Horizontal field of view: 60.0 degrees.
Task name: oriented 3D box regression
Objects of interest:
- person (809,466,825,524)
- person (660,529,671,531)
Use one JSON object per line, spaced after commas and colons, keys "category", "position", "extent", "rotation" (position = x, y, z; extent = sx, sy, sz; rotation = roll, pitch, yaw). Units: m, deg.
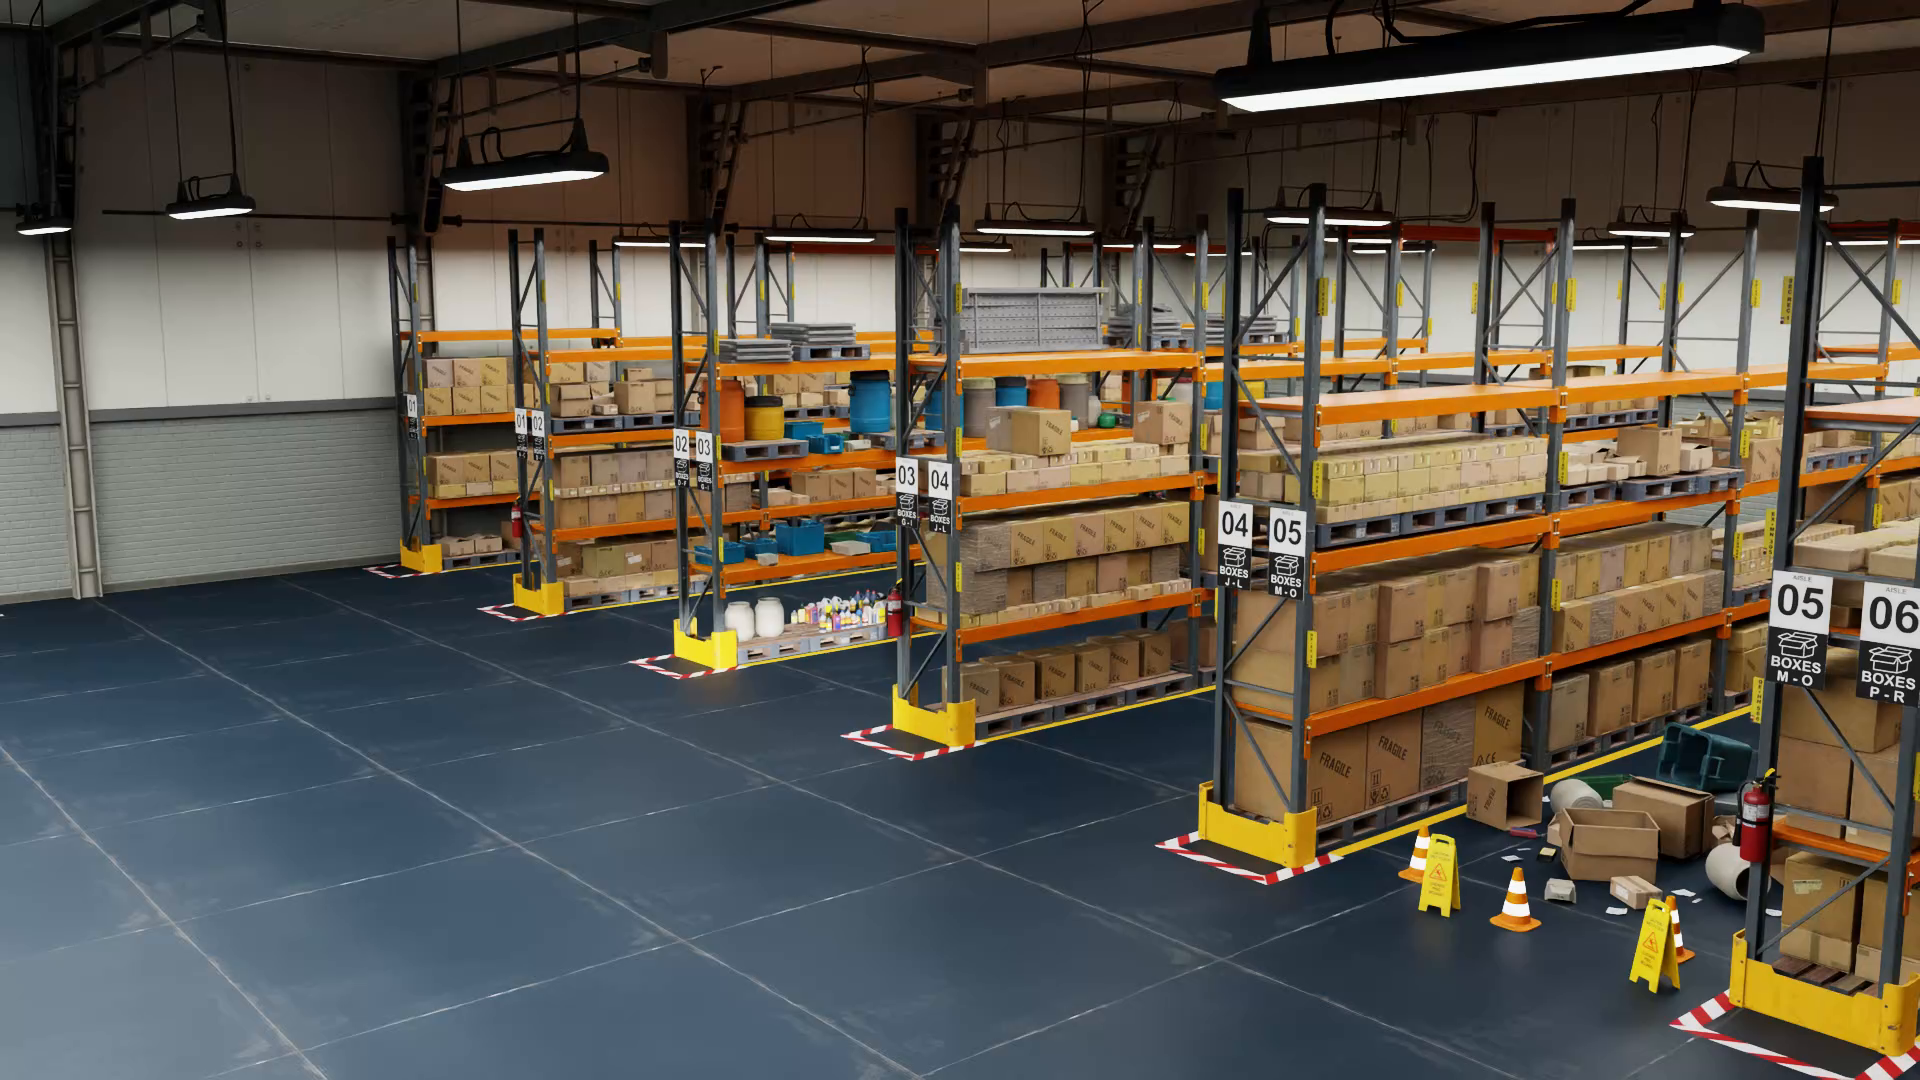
{"category": "person", "position": [-2.846, -0.744, 33.067], "extent": [0.422, 1.638, 0.984], "rotation": [7, 11, 40]}
{"category": "person", "position": [-5.207, -0.272, 30.020], "extent": [0.626, 1.710, 0.636], "rotation": [7, 11, 37]}
